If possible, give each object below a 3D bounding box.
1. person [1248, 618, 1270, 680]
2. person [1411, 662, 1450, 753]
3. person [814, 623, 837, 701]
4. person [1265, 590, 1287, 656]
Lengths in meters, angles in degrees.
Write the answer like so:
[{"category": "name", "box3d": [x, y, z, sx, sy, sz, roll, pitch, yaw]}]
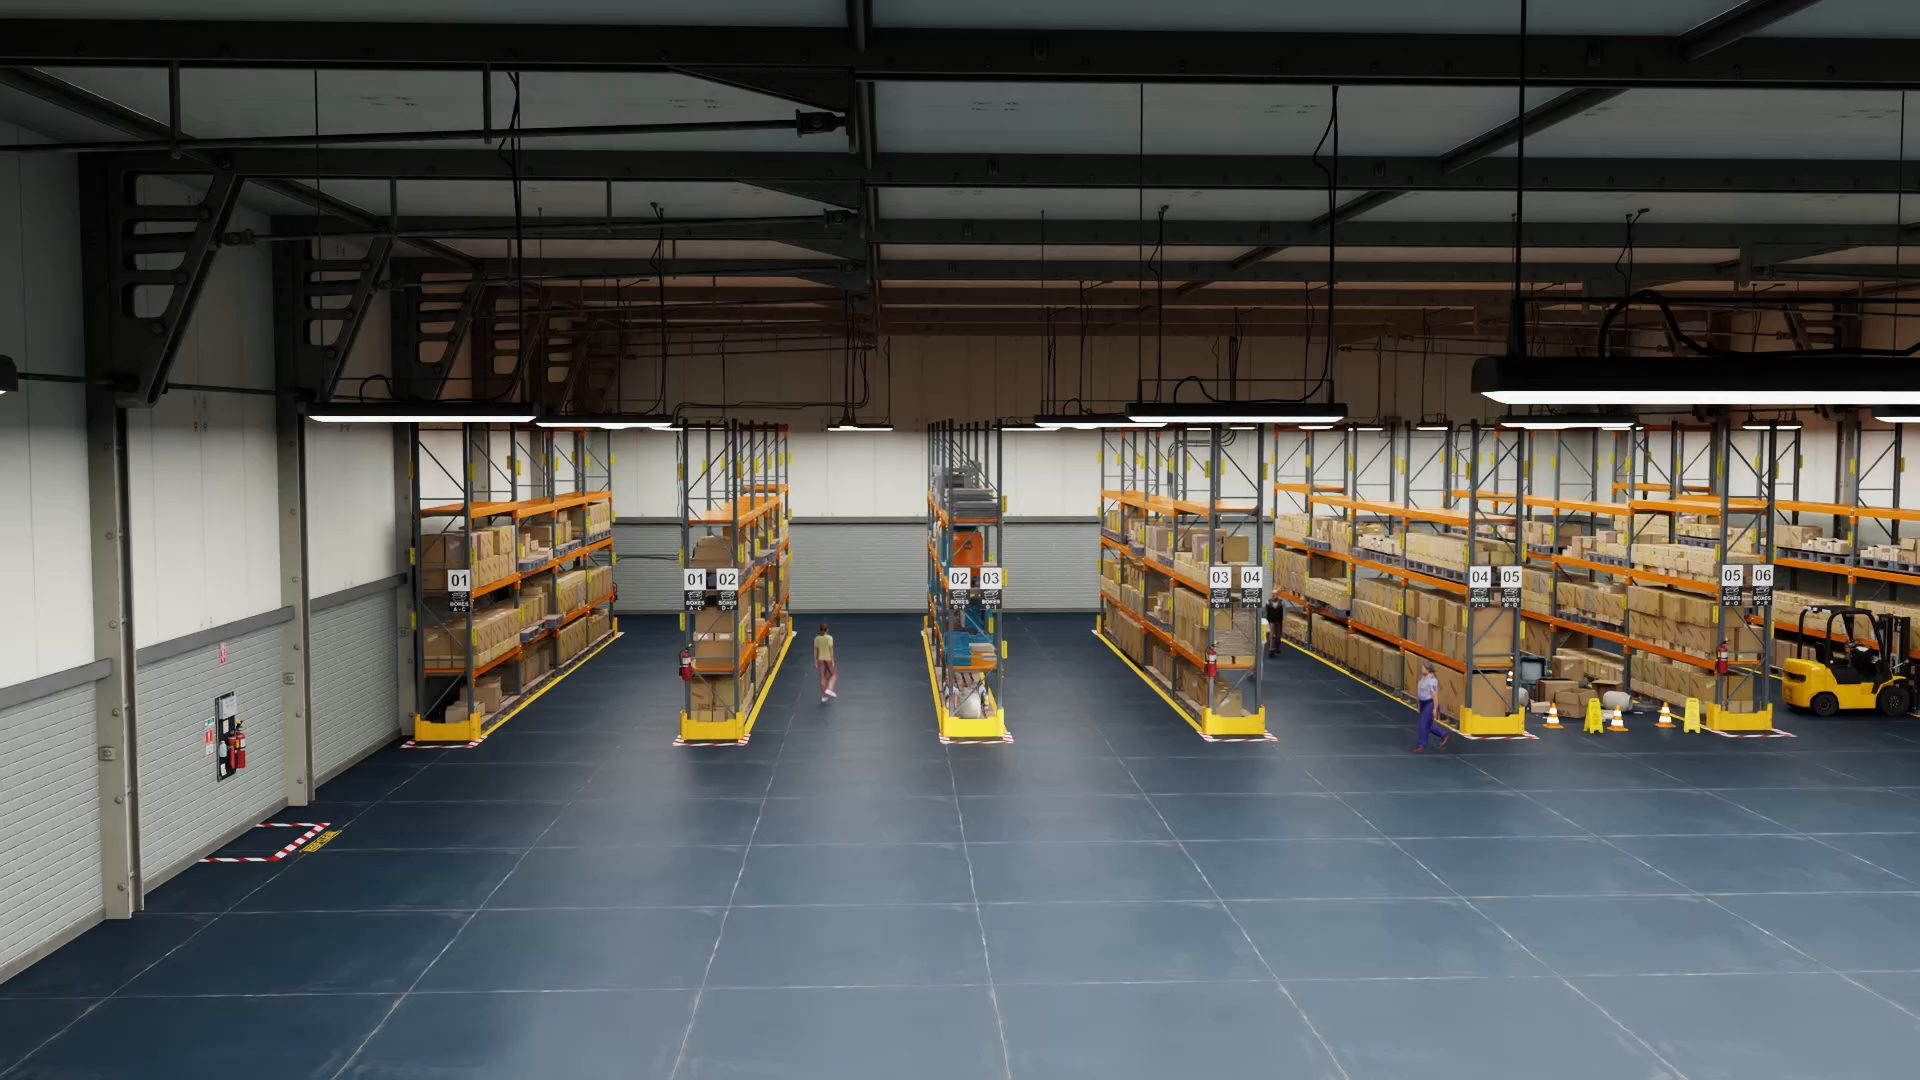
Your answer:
[{"category": "person", "box3d": [6.927, 2.411, 38.896, 0.673, 1.658, 0.770, 0, 4, -2]}, {"category": "person", "box3d": [8.466, 2.995, 29.891, 0.846, 1.596, 0.491, -1, 4, -16]}, {"category": "person", "box3d": [-2.887, 2.604, 35.608, 0.502, 1.656, 0.457, 1, 4, 10]}, {"category": "person", "box3d": [8.132, 2.122, 42.832, 0.555, 1.668, 0.992, 1, 4, 10]}]
